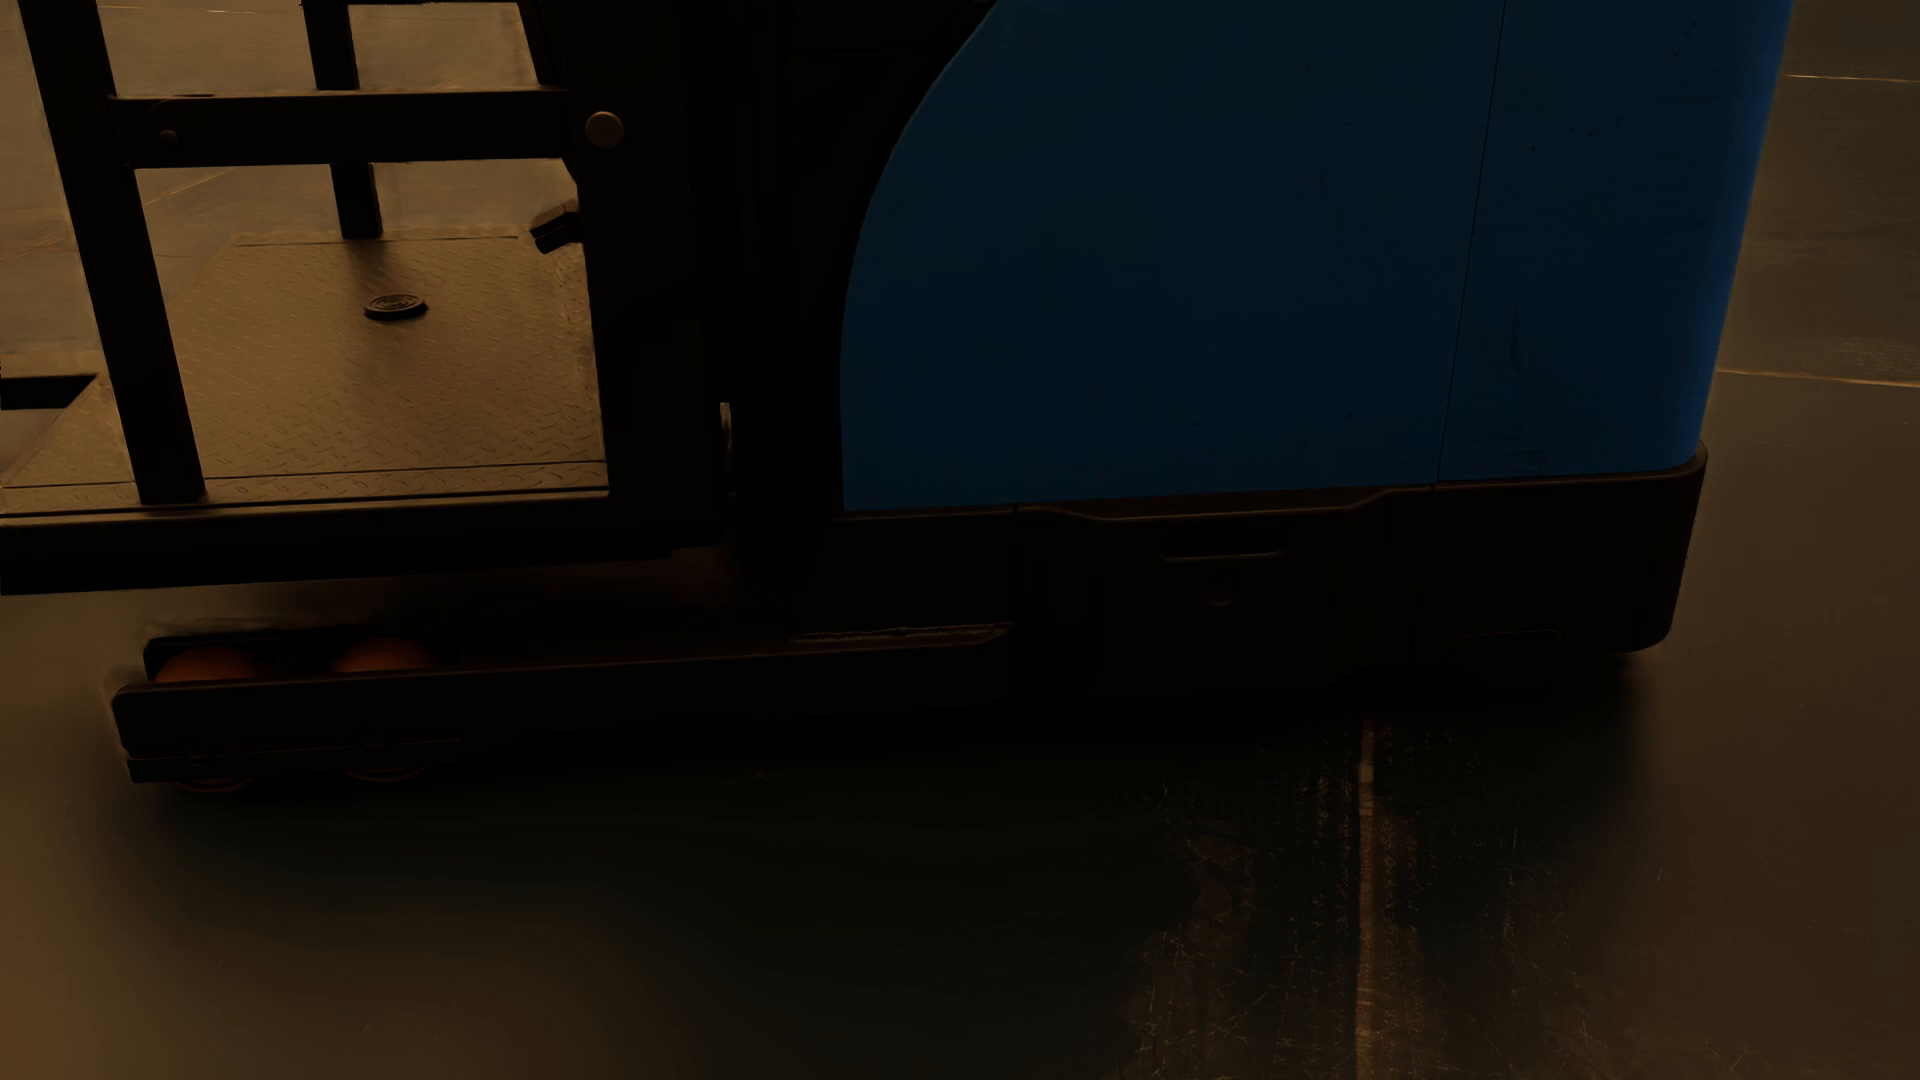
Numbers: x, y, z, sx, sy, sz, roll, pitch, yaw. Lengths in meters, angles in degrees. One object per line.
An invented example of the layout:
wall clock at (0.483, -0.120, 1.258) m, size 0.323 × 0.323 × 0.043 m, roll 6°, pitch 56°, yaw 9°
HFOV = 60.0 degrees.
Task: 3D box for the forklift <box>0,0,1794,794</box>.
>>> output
forklift at (-0.639, -1.267, 1.758) m, size 3.031 × 2.935 × 1.130 m, roll -3°, pitch 27°, yaw -6°
